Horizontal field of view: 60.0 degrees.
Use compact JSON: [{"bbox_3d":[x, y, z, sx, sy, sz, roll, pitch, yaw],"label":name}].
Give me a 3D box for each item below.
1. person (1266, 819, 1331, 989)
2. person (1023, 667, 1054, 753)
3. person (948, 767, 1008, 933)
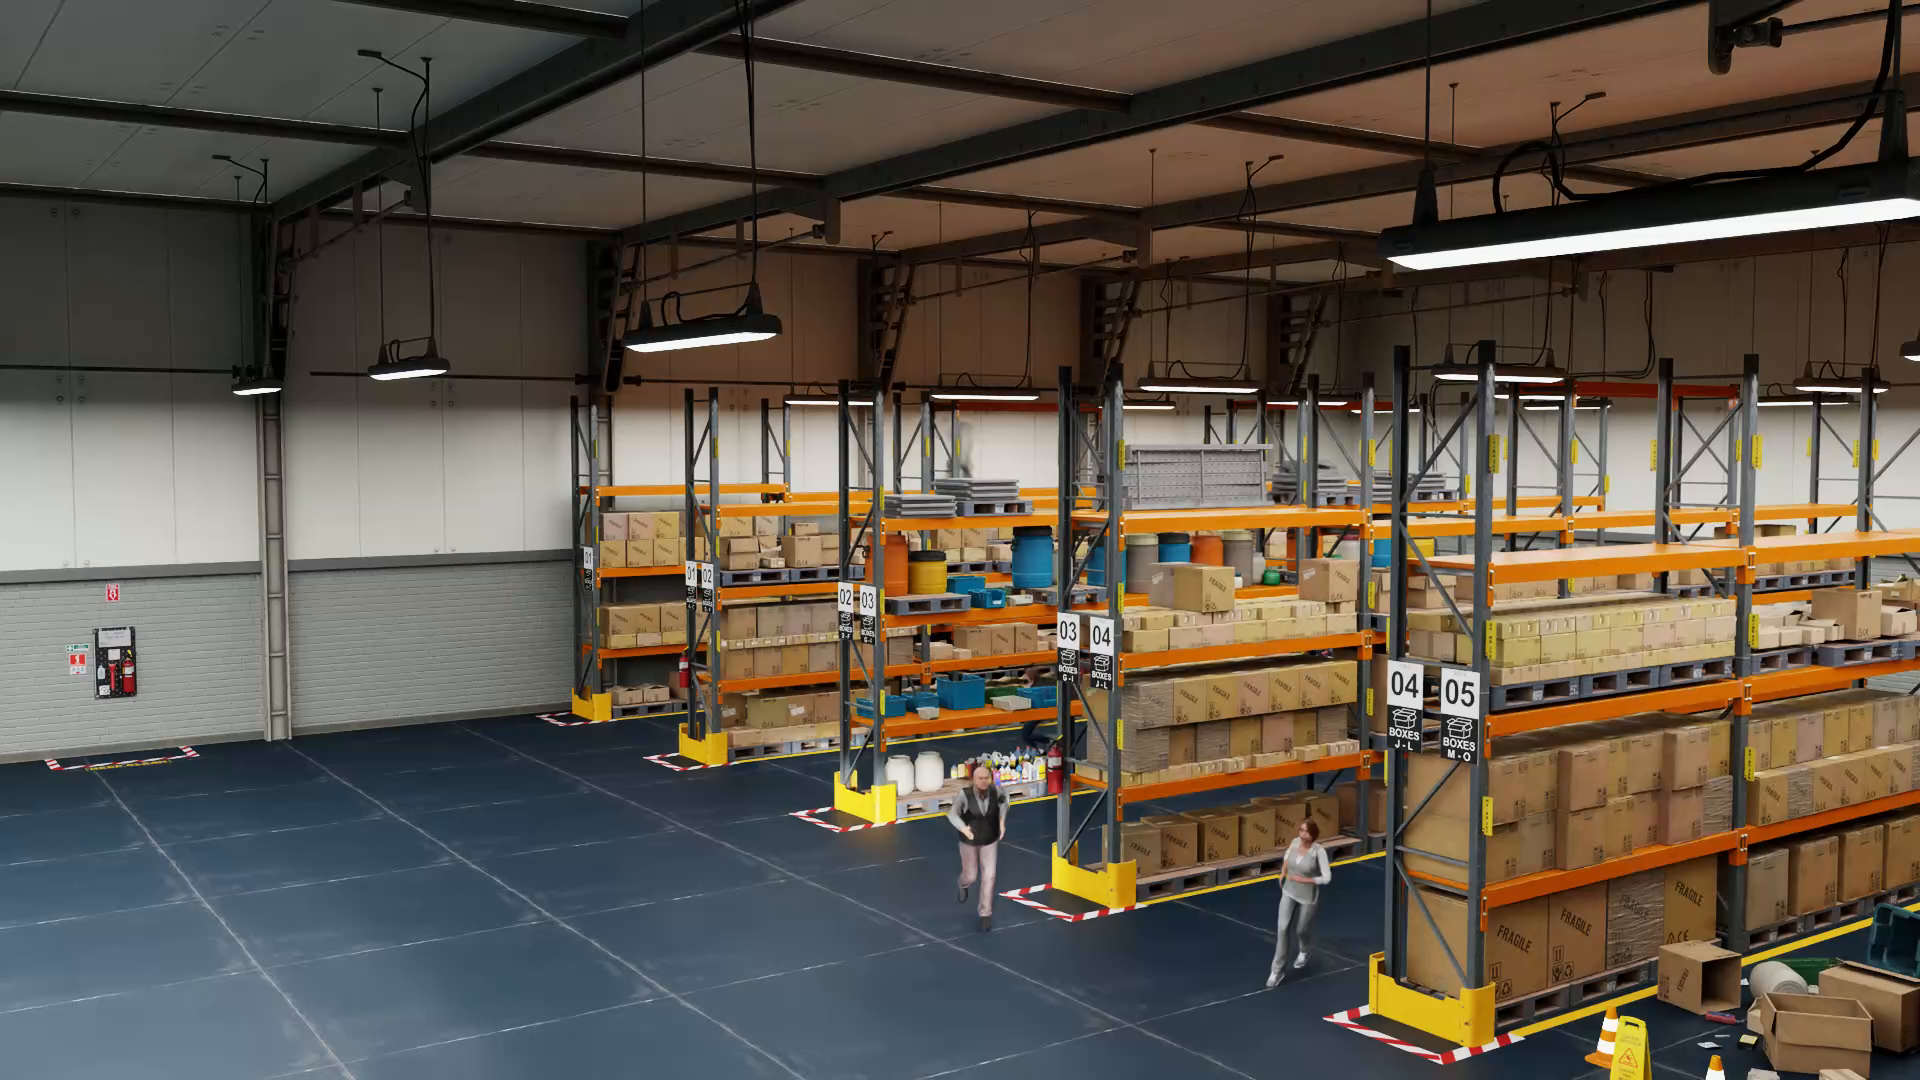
[{"bbox_3d":[3.303,3.436,15.835,0.546,1.596,0.802,2,4,35],"label":"person"},{"bbox_3d":[1.193,2.805,26.456,0.613,1.567,0.574,-1,4,-15],"label":"person"},{"bbox_3d":[0.194,3.246,17.866,0.694,1.690,1.053,-1,4,-15],"label":"person"}]
